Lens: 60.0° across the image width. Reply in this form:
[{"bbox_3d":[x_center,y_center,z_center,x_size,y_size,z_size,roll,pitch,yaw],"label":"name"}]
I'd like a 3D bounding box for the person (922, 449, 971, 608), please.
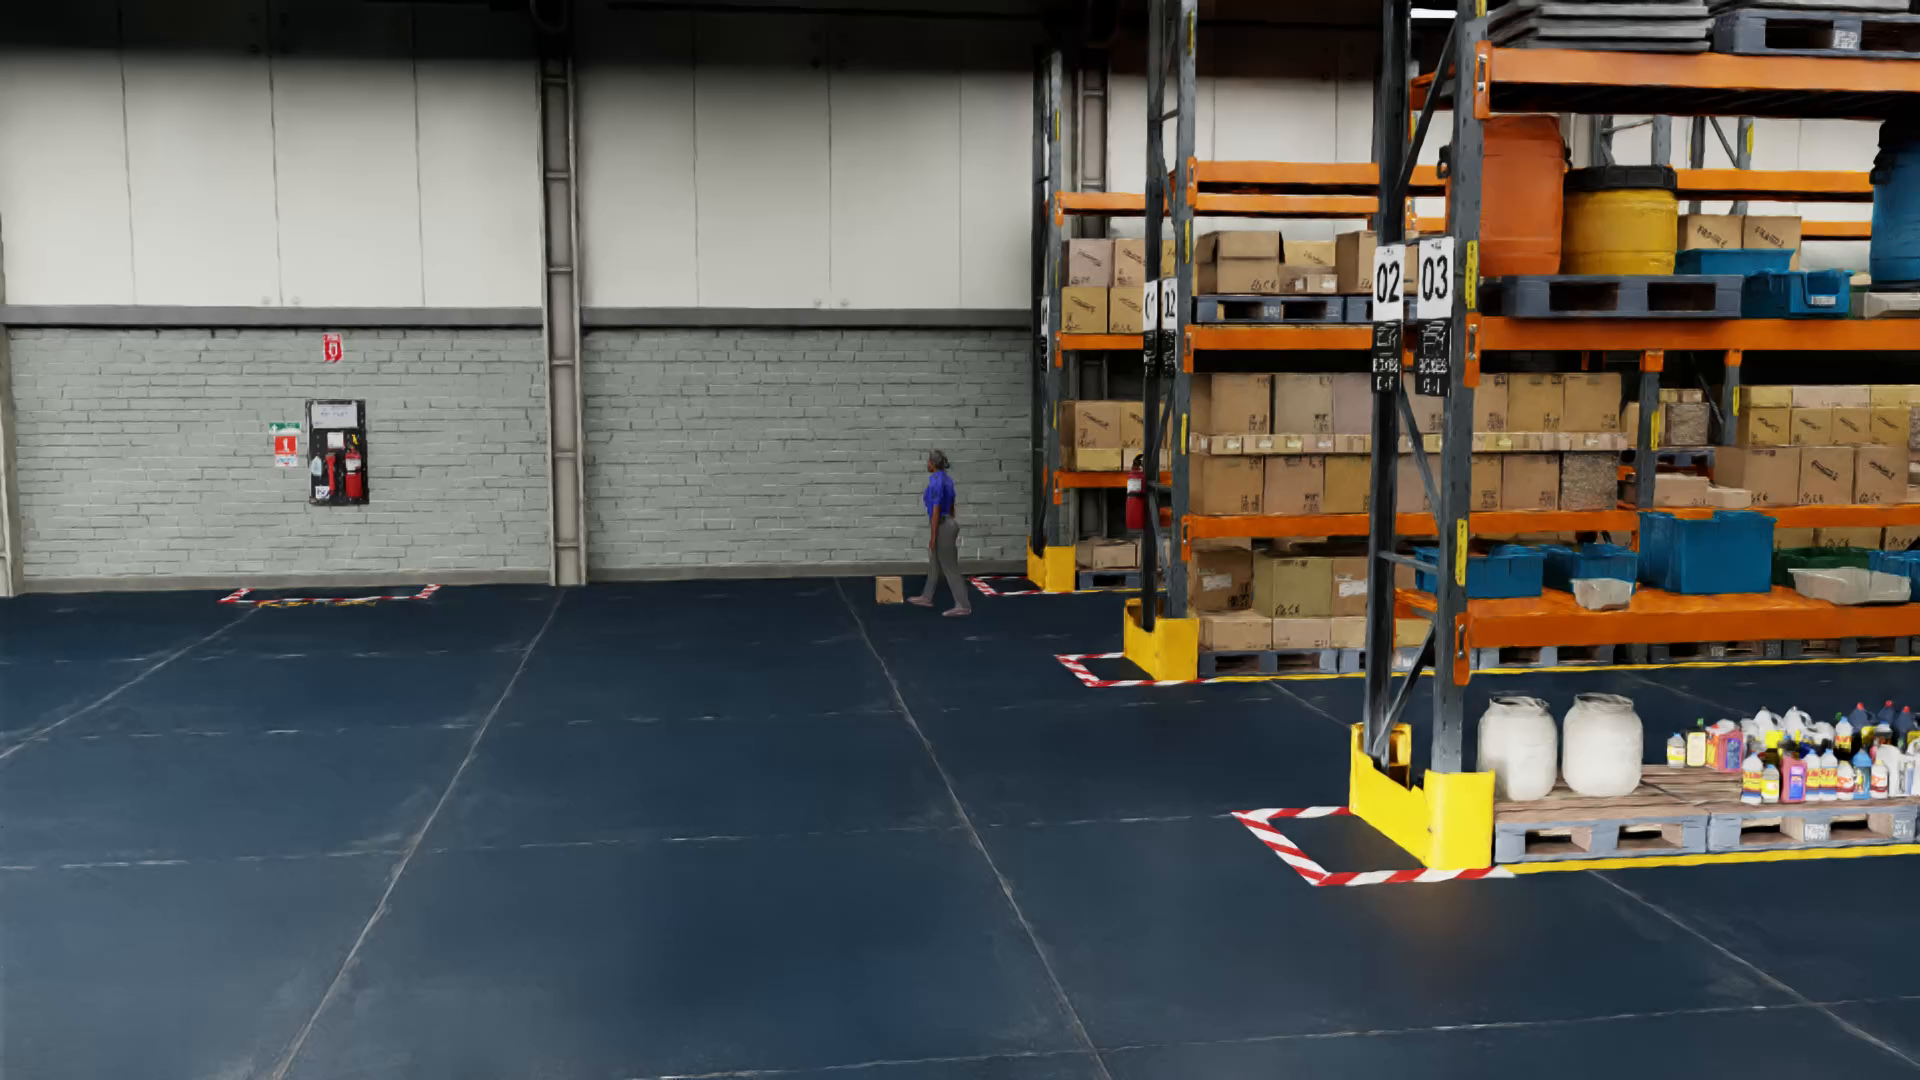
[{"bbox_3d":[-0.157,-0.125,16.521,0.609,1.555,0.540,2,7,15],"label":"person"}]
